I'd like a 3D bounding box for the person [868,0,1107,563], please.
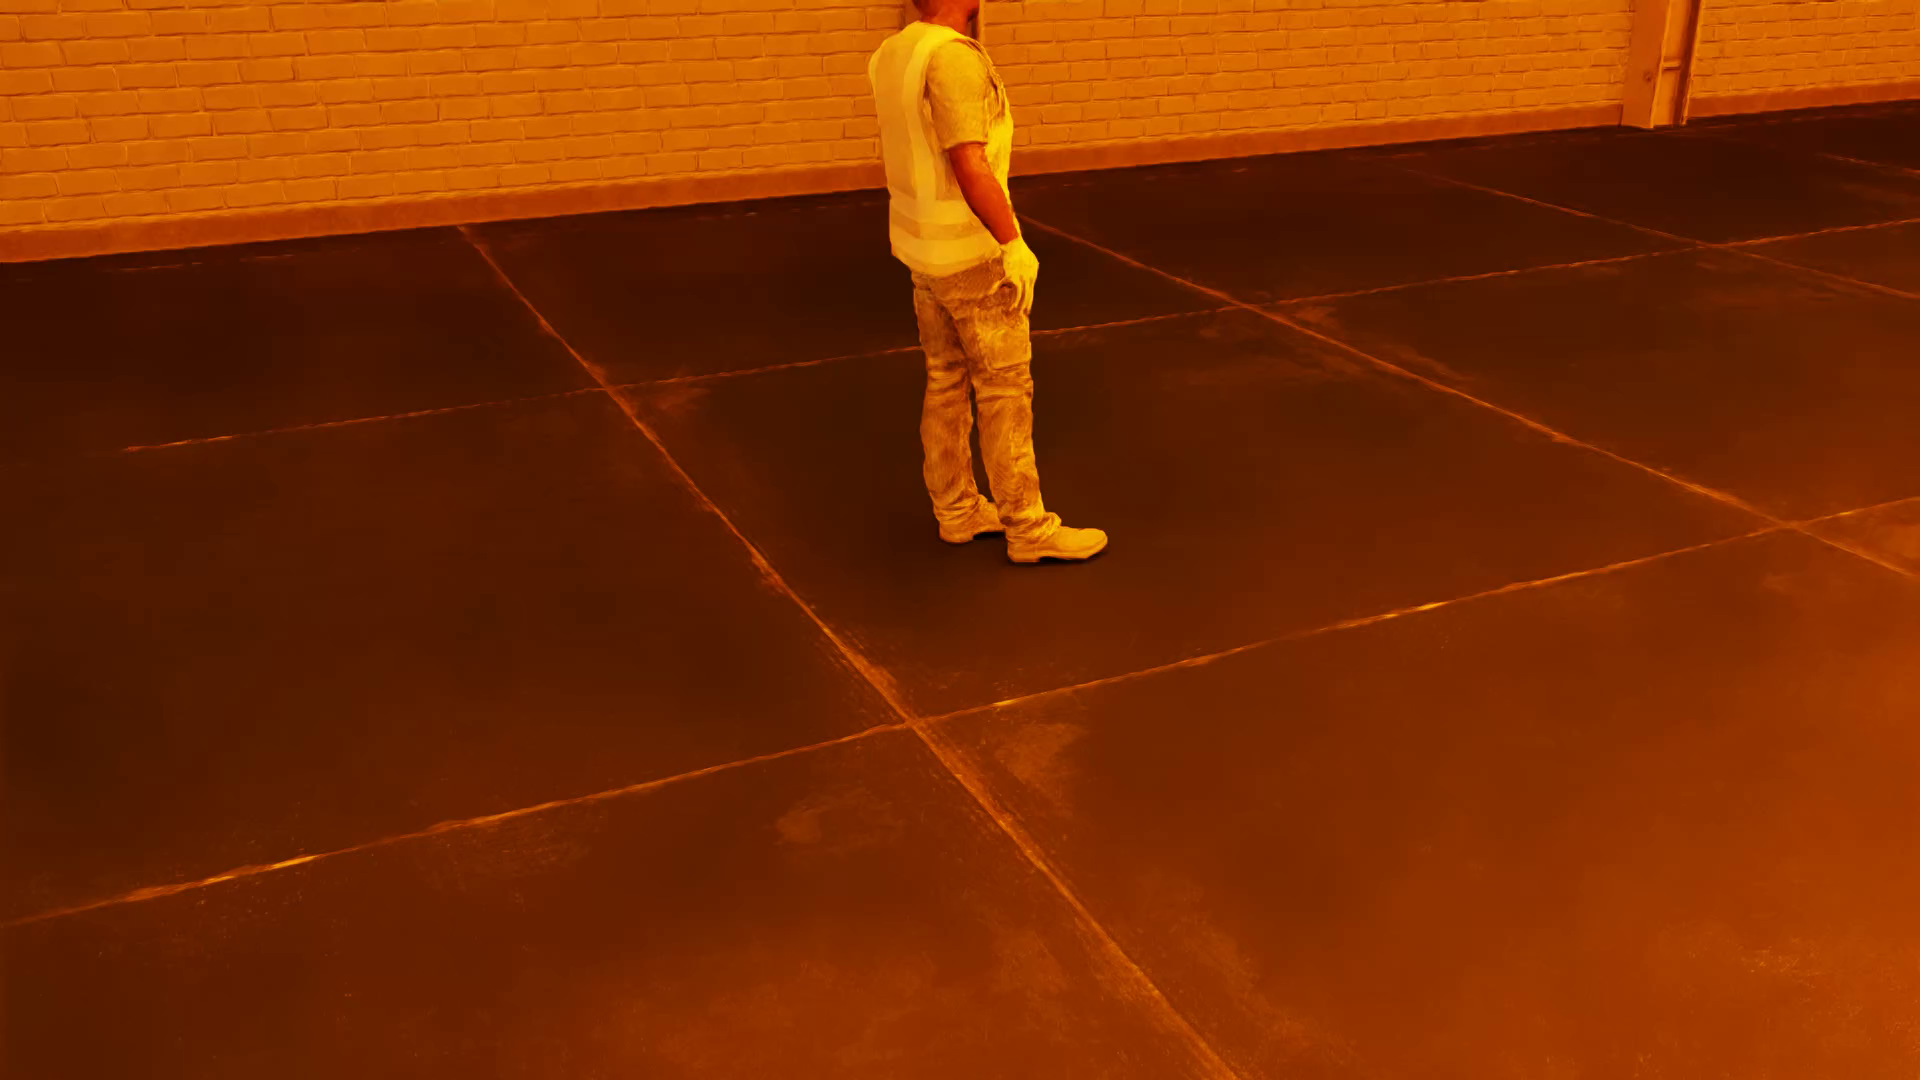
[{"bbox_3d":[0.069,-0.839,4.784,0.576,1.782,0.655,-10,25,-23],"label":"person"}]
